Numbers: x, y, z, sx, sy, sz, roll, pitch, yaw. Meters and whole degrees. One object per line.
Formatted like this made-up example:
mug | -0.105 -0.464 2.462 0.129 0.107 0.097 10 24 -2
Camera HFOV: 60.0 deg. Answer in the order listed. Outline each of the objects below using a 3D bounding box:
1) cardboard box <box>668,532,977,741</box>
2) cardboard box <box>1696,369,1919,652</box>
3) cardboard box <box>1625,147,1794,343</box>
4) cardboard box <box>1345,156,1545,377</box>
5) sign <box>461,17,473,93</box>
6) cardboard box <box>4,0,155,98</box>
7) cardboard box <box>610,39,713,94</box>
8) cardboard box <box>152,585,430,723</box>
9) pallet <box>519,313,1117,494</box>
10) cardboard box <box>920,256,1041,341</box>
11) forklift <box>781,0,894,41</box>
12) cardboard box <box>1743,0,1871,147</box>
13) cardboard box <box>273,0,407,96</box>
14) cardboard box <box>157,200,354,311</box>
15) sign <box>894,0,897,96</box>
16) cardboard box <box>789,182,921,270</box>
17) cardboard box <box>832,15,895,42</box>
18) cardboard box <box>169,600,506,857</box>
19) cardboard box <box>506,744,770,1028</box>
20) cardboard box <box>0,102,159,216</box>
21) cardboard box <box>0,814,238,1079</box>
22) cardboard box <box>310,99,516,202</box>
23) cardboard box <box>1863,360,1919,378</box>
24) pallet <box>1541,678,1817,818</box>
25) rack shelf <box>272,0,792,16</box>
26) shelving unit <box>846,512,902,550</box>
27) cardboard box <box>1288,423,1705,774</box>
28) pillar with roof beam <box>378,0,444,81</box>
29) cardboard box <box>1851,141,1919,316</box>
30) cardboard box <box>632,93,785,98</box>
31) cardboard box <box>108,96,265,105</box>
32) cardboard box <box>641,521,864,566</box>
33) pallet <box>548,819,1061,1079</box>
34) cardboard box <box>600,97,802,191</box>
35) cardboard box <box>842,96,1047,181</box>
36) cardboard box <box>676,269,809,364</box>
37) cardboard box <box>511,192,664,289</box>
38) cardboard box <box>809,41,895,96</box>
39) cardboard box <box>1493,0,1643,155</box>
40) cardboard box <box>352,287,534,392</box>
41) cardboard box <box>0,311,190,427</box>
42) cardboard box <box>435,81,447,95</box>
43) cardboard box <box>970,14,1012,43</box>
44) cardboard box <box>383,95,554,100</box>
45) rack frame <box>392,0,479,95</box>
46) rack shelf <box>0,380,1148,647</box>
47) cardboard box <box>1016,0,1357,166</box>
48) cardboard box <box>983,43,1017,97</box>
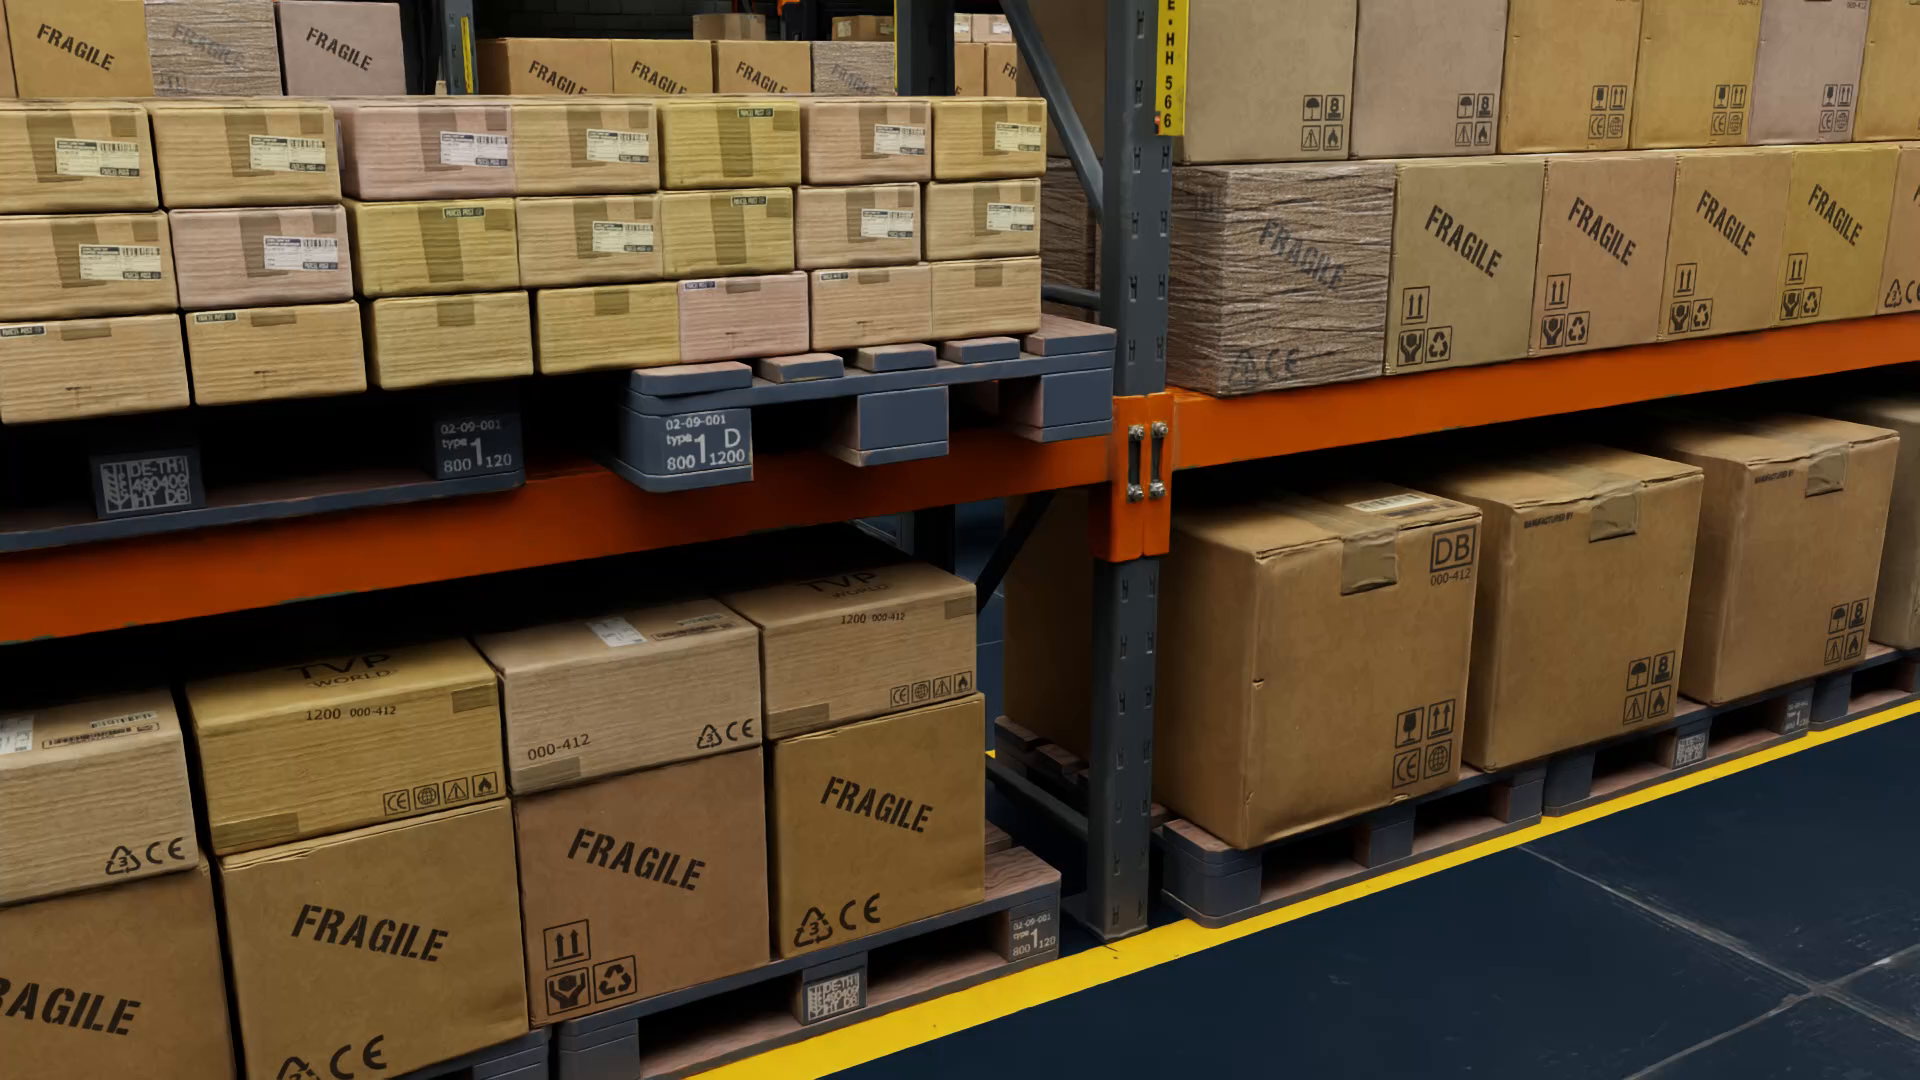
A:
cardboard box | -0.306 0.193 3.628 0.500 0.250 0.500 -10 18 -31
cardboard box | 3.088 -0.171 5.853 0.750 0.750 1.050 -9 18 -30
cardboard box | 1.964 -0.861 4.740 0.500 0.500 0.500 -9 18 -30
cardboard box | 1.104 -0.723 4.245 0.500 0.500 0.500 -9 18 -30
sign | -2.202 -2.164 7.427 0.005 0.325 0.100 -9 18 -30
cardboard box | -3.664 -1.991 6.917 0.500 0.500 0.500 -9 18 -30
cardboard box | -1.543 -2.211 8.226 0.500 0.500 0.500 -8 18 -27
cardboard box | -1.436 0.213 3.555 0.500 0.250 0.500 -9 18 -29
pallet | -0.411 -0.387 3.589 1.003 0.211 1.213 -9 18 -30
cardboard box | -0.041 -0.509 3.357 0.250 0.149 0.380 -9 18 -29
forklift | -0.765 -2.976 12.597 1.130 2.935 3.031 -2 16 -7
cardboard box | 2.278 -1.476 5.081 0.500 0.500 0.700 -9 18 -29
cardboard box | -2.799 -2.132 7.419 0.500 0.500 0.500 -10 18 -31
cardboard box | -1.148 -0.474 2.679 0.250 0.149 0.380 -9 18 -28
sign | -0.143 -1.289 4.304 0.005 0.325 0.100 -9 18 -30
cardboard box | -0.271 -0.616 3.187 0.250 0.149 0.380 -8 18 -28
cardboard box | -0.525 -2.838 9.260 0.250 0.149 0.380 -8 18 -27
cardboard box | -1.177 0.333 3.130 0.500 0.250 0.500 -9 18 -28
cardboard box | -0.731 0.622 3.488 0.500 0.500 0.500 -8 18 -27
cardboard box | -1.372 -0.581 2.512 0.250 0.149 0.380 -9 18 -28
cardboard box | -1.619 0.763 2.983 0.500 0.500 0.500 -9 18 -29
cardboard box | -0.916 -0.656 2.777 0.250 0.149 0.380 -9 18 -30
cardboard box | 4.149 -0.410 6.472 0.875 0.875 0.875 -9 18 -29
pallet | 1.905 0.479 5.310 1.213 0.211 1.003 -9 18 -30
rack shelf | -3.336 -4.258 12.819 4.000 0.370 1.077 -9 18 -30
shelving unit | 0.073 -0.734 7.250 1.048 1.500 0.538 -9 18 -30
cardboard box | 1.461 0.092 4.915 0.750 0.750 1.050 -9 18 -29
pillar with roof beam | -2.180 -5.165 9.162 0.400 9.000 9.100 -9 18 -30
cardboard box | 2.831 -1.003 5.244 0.500 0.500 0.500 -9 18 -30
cardboard box | -0.579 -0.913 3.696 0.250 0.149 0.380 -10 18 -31
cardboard box | -1.476 -0.768 3.179 0.250 0.149 0.380 -9 18 -28
cardboard box | -0.570 0.077 4.042 0.500 0.250 0.500 -10 19 -32
pallet | -0.525 0.848 3.994 1.213 0.211 1.003 -9 18 -30
cardboard box | -0.480 -0.726 3.027 0.250 0.149 0.380 -9 18 -28
cardboard box | -0.039 -0.797 3.280 0.250 0.149 0.380 -10 19 -32
cardboard box | -0.475 -0.440 3.108 0.250 0.149 0.380 -9 18 -29
cardboard box | -0.710 -0.544 2.930 0.250 0.149 0.380 -9 18 -30
cardboard box | -0.658 -2.354 8.736 0.500 0.500 0.500 -10 19 -32
cardboard box | 1.407 -1.335 4.578 0.500 0.500 0.700 -10 18 -31
cardboard box | -0.920 -0.368 2.852 0.250 0.149 0.380 -10 19 -32
cardboard box | -1.375 -0.294 2.588 0.250 0.149 0.380 -10 19 -32
cardboard box | -3.972 -3.337 12.371 0.250 0.149 0.380 -9 18 -29
cardboard box | 0.075 -2.781 9.057 0.250 0.149 0.380 -10 18 -31
cardboard box | -1.019 -0.844 3.447 0.250 0.149 0.380 -10 19 -32
rack frame | -2.490 -1.734 8.040 0.127 3.000 1.000 -9 18 -30
rack shelf | -1.569 0.021 3.109 4.000 0.370 1.077 -9 18 -30
cardboard box | 0.535 -1.193 4.070 0.500 0.500 0.700 -9 18 -30
cardboard box | 0.236 -2.497 9.247 0.500 0.500 0.500 -9 18 -29
